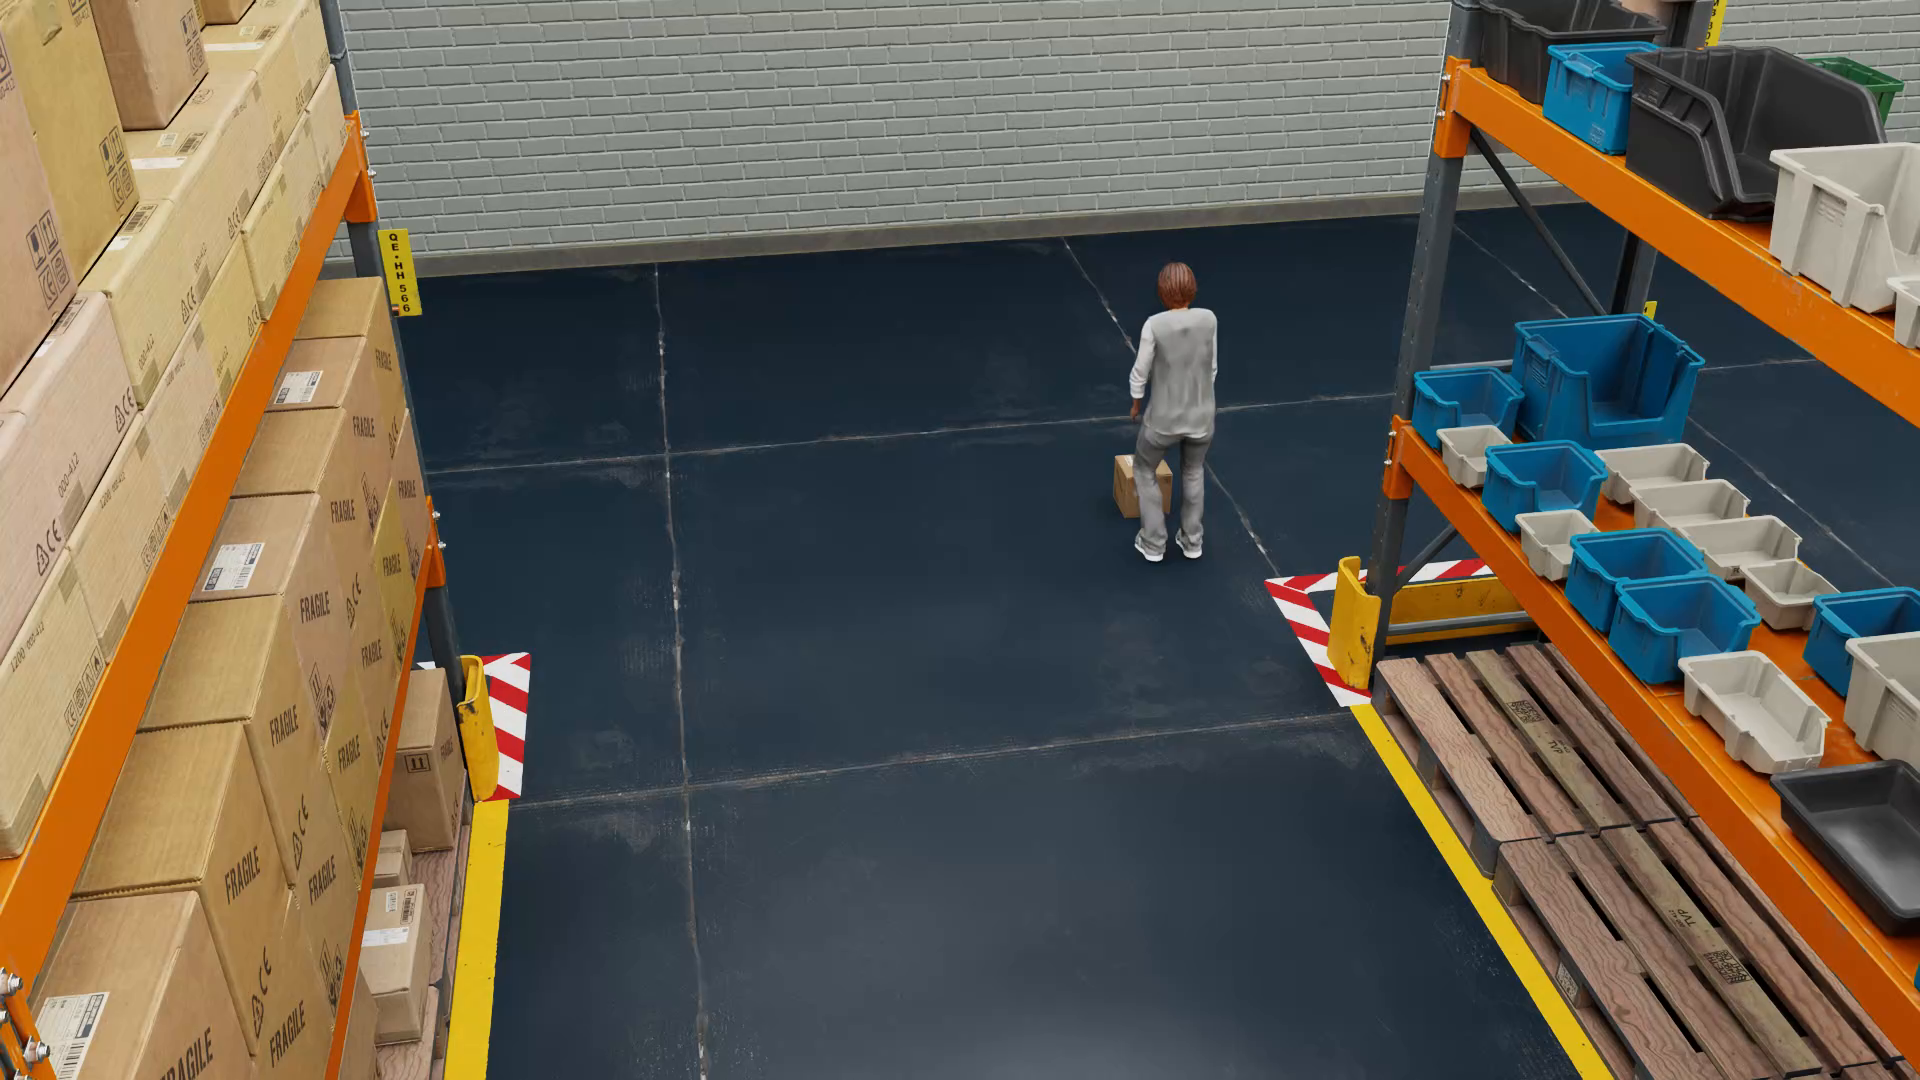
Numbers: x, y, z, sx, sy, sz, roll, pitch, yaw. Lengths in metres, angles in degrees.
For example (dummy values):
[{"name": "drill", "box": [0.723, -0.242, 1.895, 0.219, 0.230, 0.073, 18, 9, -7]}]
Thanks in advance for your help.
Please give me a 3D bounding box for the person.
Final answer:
[{"name": "person", "box": [1.044, -0.602, 8.206, 0.433, 1.538, 0.417, -5, 31, -8]}]
